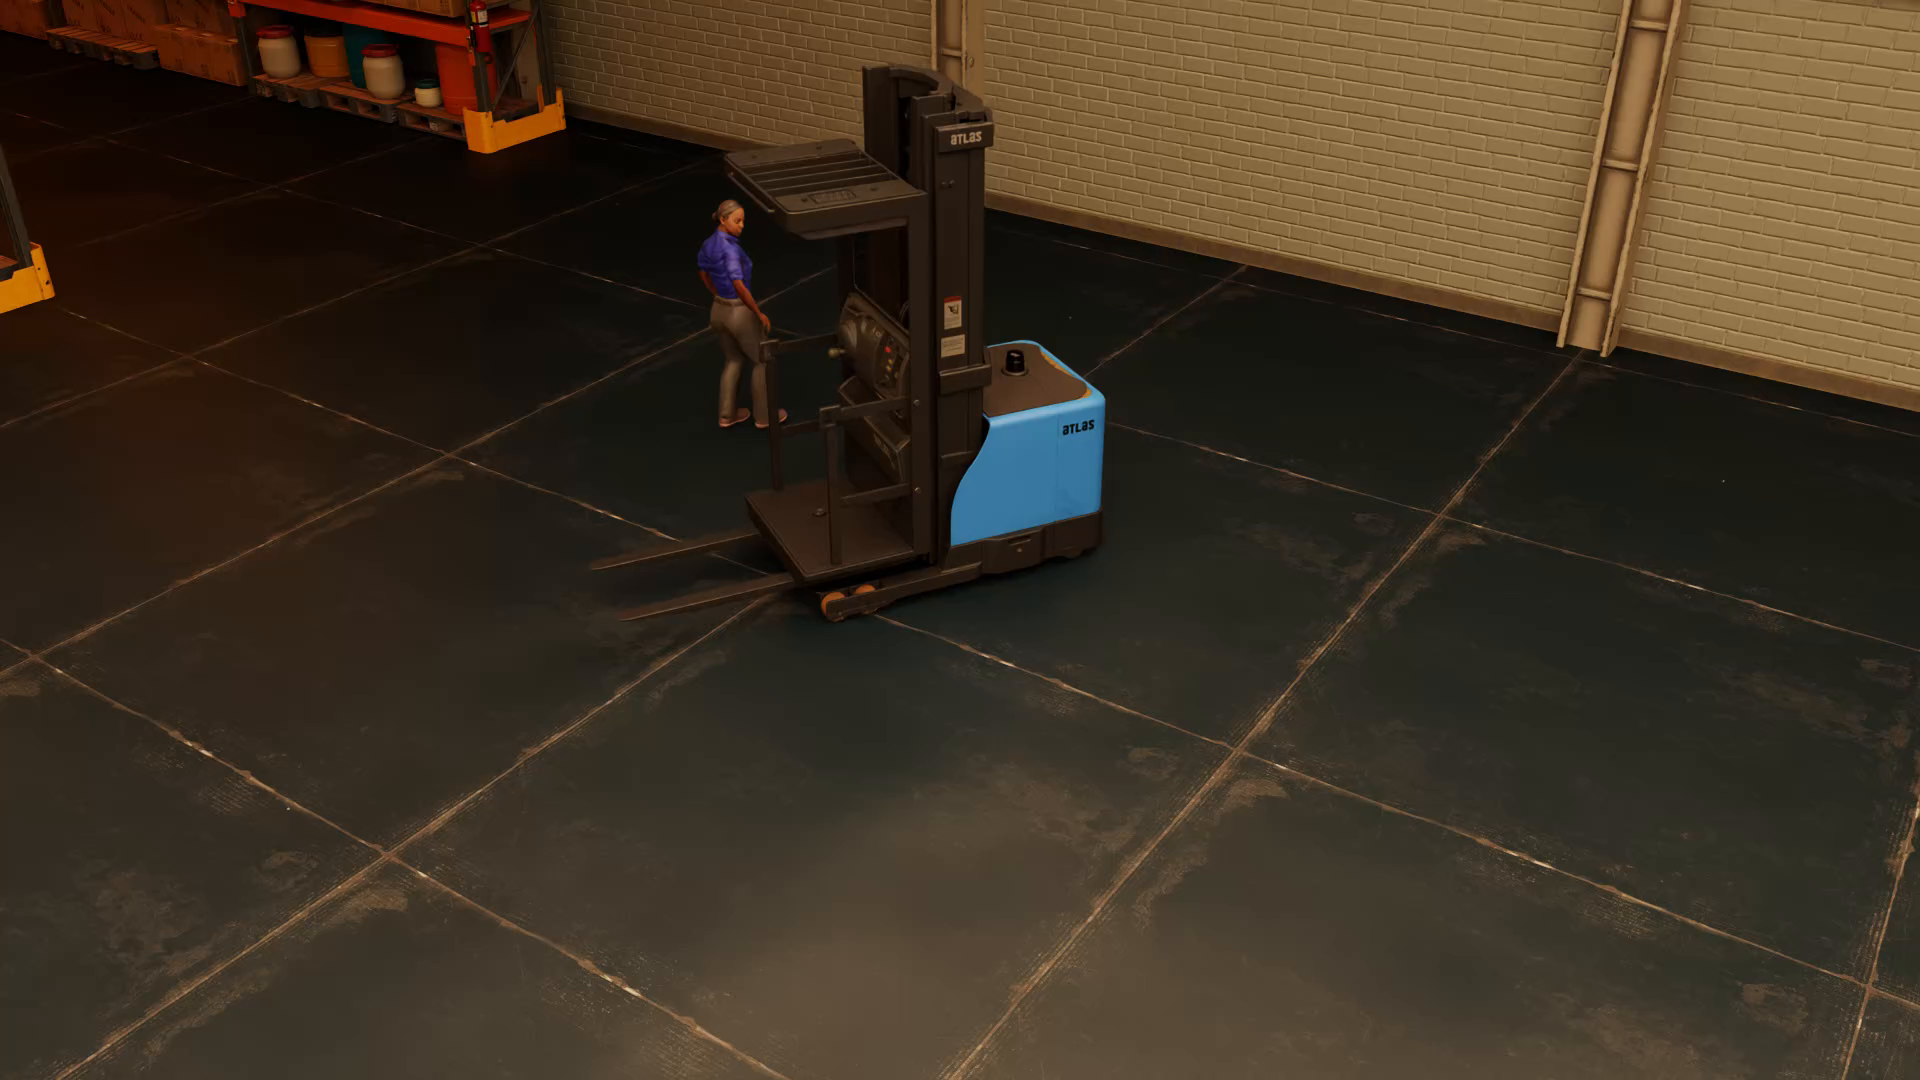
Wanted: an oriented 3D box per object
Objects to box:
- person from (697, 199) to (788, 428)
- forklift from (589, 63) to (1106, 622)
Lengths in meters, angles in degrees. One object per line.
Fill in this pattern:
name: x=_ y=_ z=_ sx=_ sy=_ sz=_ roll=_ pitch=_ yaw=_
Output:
person: x=-1.523 y=-1.573 z=11.585 sx=0.471 sy=1.637 sz=0.663 roll=-26 pitch=39 yaw=-37
forklift: x=-0.679 y=-1.097 z=9.471 sx=3.031 sy=2.935 sz=1.130 roll=-13 pitch=33 yaw=-22
